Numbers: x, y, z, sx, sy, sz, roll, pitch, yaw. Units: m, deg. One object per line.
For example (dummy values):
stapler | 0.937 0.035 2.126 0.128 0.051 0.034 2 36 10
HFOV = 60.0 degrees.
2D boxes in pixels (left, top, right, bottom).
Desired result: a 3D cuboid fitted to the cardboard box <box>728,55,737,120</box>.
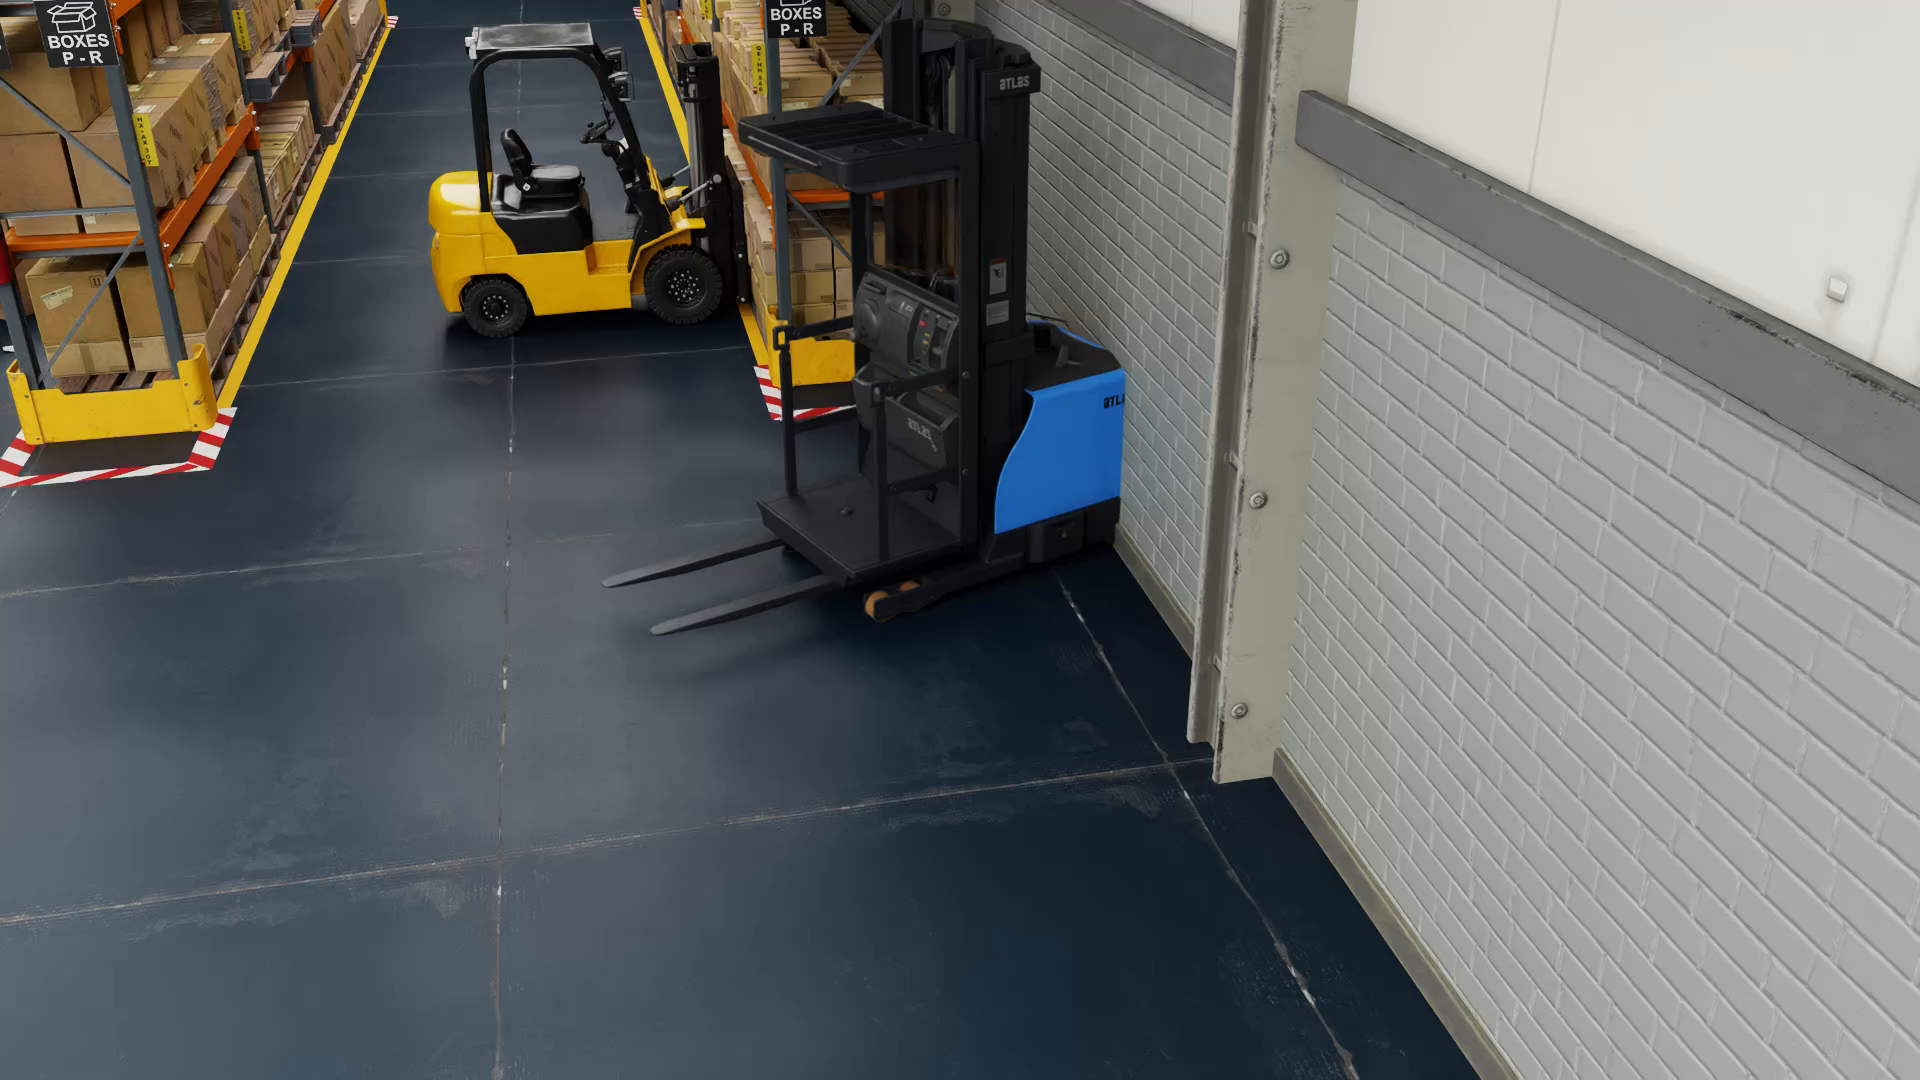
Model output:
cardboard box | -1.612 -3.701 13.642 0.500 0.500 0.500 -6 27 -12

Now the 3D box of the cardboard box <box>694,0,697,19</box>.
cardboard box | -2.394 -5.346 16.624 0.500 0.250 0.500 -6 27 -11

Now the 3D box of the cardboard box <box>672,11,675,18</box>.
cardboard box | -3.550 -6.902 21.683 0.380 0.149 0.250 -7 28 -13

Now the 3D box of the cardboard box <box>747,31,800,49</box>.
cardboard box | -1.442 -3.846 12.881 0.380 0.149 0.250 -6 27 -11

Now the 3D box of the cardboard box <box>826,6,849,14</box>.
cardboard box | -1.134 -4.352 13.881 0.380 0.149 0.250 -6 27 -13

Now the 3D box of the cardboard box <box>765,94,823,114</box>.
cardboard box | -1.156 -3.029 11.591 0.380 0.149 0.250 -6 27 -11

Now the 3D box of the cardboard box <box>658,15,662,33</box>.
cardboard box | -4.001 -7.177 23.209 0.396 0.266 0.258 -5 27 -10

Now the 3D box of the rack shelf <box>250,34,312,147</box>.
rack shelf | -6.992 -4.378 15.893 1.077 0.370 4.000 -6 27 -12

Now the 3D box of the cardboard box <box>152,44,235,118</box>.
cardboard box | -6.076 -3.603 13.119 0.500 0.500 0.500 -5 27 -10

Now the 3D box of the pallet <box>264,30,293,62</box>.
pallet | -6.957 -4.627 15.800 1.003 0.211 1.213 -6 27 -12

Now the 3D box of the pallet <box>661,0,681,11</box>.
pallet | -2.829 -6.287 19.091 1.213 0.211 1.003 -6 27 -12

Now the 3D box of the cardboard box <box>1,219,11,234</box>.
cardboard box | -8.269 -2.849 14.000 0.500 0.500 0.500 -6 27 -12

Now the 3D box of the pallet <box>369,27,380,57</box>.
pallet | -8.718 -6.967 23.318 1.003 0.211 1.213 -6 27 -12

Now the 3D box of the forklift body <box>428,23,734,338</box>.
forklift body | -3.009 -2.839 12.988 2.313 2.155 1.214 -6 27 -12

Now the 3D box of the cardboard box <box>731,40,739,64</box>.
cardboard box | -1.630 -3.929 13.375 0.380 0.149 0.250 -7 28 -13

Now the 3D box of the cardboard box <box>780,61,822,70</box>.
cardboard box | -1.177 -3.279 11.756 0.380 0.149 0.250 -6 27 -12

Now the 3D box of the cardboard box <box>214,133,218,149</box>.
cardboard box | -5.911 -3.038 12.718 0.380 0.149 0.250 -6 27 -13

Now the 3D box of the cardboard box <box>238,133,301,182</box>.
cardboard box | -6.986 -3.686 16.174 0.950 0.372 0.625 -5 27 -10

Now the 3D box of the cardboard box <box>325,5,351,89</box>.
cardboard box | -7.915 -5.912 20.026 0.875 0.875 0.875 -5 27 -10

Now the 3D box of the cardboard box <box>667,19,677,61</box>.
cardboard box | -3.490 -6.442 21.493 0.500 0.500 0.500 -6 27 -12

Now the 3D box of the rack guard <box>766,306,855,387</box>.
rack guard | -0.799 -1.444 12.057 1.175 0.500 0.348 -6 27 -12

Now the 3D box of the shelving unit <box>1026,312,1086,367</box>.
shelving unit | 0.523 -0.726 9.910 0.538 1.125 1.048 9 21 -19

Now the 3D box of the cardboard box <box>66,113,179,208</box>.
cardboard box | -5.476 -2.479 10.891 0.500 0.500 0.500 -6 27 -12

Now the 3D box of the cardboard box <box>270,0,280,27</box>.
cardboard box | -6.705 -5.084 15.586 0.500 0.500 0.500 -7 28 -14

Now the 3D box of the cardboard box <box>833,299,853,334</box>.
cardboard box | -0.725 -1.766 12.506 0.500 0.250 0.500 -6 27 -11

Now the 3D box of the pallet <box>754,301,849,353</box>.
pallet | -1.018 -1.657 12.799 1.003 0.211 1.213 -6 27 -12

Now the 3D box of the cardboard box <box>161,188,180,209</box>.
cardboard box | -5.566 -2.357 11.370 0.380 0.149 0.250 -7 28 -13

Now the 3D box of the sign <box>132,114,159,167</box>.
sign | -5.111 -2.507 10.427 0.100 0.325 0.005 -6 27 -12

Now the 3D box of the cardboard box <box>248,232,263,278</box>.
cardboard box | -6.016 -2.316 13.595 0.500 0.250 0.500 -7 28 -13

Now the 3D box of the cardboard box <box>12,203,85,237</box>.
cardboard box | -5.933 -2.095 10.851 0.380 0.149 0.250 -5 27 -10

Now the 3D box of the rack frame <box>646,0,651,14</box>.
rack frame | -4.411 -9.595 25.430 1.000 3.000 0.127 -6 27 -12

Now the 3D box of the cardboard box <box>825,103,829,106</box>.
cardboard box | -0.785 -3.087 12.427 0.500 0.500 0.500 -5 27 -10

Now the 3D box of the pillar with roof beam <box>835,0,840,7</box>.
pillar with roof beam | -5.630 -7.843 15.302 9.100 9.000 0.400 -6 27 -12

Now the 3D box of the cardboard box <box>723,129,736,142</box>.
cardboard box | -1.903 -3.489 14.809 0.500 0.250 0.500 -6 27 -12

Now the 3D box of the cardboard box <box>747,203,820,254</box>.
cardboard box | -1.333 -2.371 12.595 0.500 0.250 0.500 -5 27 -11

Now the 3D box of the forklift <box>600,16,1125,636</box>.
forklift | -0.465 -1.139 8.753 3.031 2.935 1.130 -17 31 -30

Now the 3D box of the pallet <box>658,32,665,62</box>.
pallet | -3.663 -6.895 23.177 1.003 0.211 1.213 -6 27 -12

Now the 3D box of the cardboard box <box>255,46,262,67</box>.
cardboard box | -6.406 -4.282 14.717 0.380 0.149 0.250 -5 27 -11

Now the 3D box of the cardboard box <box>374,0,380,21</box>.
cardboard box | -8.999 -7.853 24.357 0.875 0.438 0.875 -7 28 -13

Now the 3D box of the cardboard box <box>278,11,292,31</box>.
cardboard box | -6.784 -5.085 16.309 0.380 0.149 0.250 -5 27 -11

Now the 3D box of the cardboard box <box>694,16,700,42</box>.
cardboard box | -2.399 -5.122 16.734 0.500 0.250 0.500 -5 27 -10

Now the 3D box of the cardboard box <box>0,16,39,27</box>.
cardboard box | -6.290 -3.327 11.462 0.700 0.500 0.500 -6 27 -12

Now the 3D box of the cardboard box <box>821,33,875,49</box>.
cardboard box | -0.860 -3.788 12.765 0.380 0.149 0.250 -7 28 -13

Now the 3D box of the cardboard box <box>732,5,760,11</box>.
cardboard box | -1.710 -4.407 13.991 0.380 0.149 0.250 -6 27 -13

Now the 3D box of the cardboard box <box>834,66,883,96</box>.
cardboard box | -0.672 -3.207 11.614 0.380 0.149 0.250 -6 27 -13

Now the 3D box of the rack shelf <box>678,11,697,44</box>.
rack shelf | -2.157 -4.884 16.895 1.077 0.370 4.000 -6 27 -12

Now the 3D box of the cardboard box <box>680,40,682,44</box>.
cardboard box | -3.057 -5.752 19.405 0.380 0.149 0.250 -7 28 -14

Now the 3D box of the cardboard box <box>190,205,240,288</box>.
cardboard box | -5.785 -2.202 12.538 0.500 0.500 0.500 -5 27 -11
